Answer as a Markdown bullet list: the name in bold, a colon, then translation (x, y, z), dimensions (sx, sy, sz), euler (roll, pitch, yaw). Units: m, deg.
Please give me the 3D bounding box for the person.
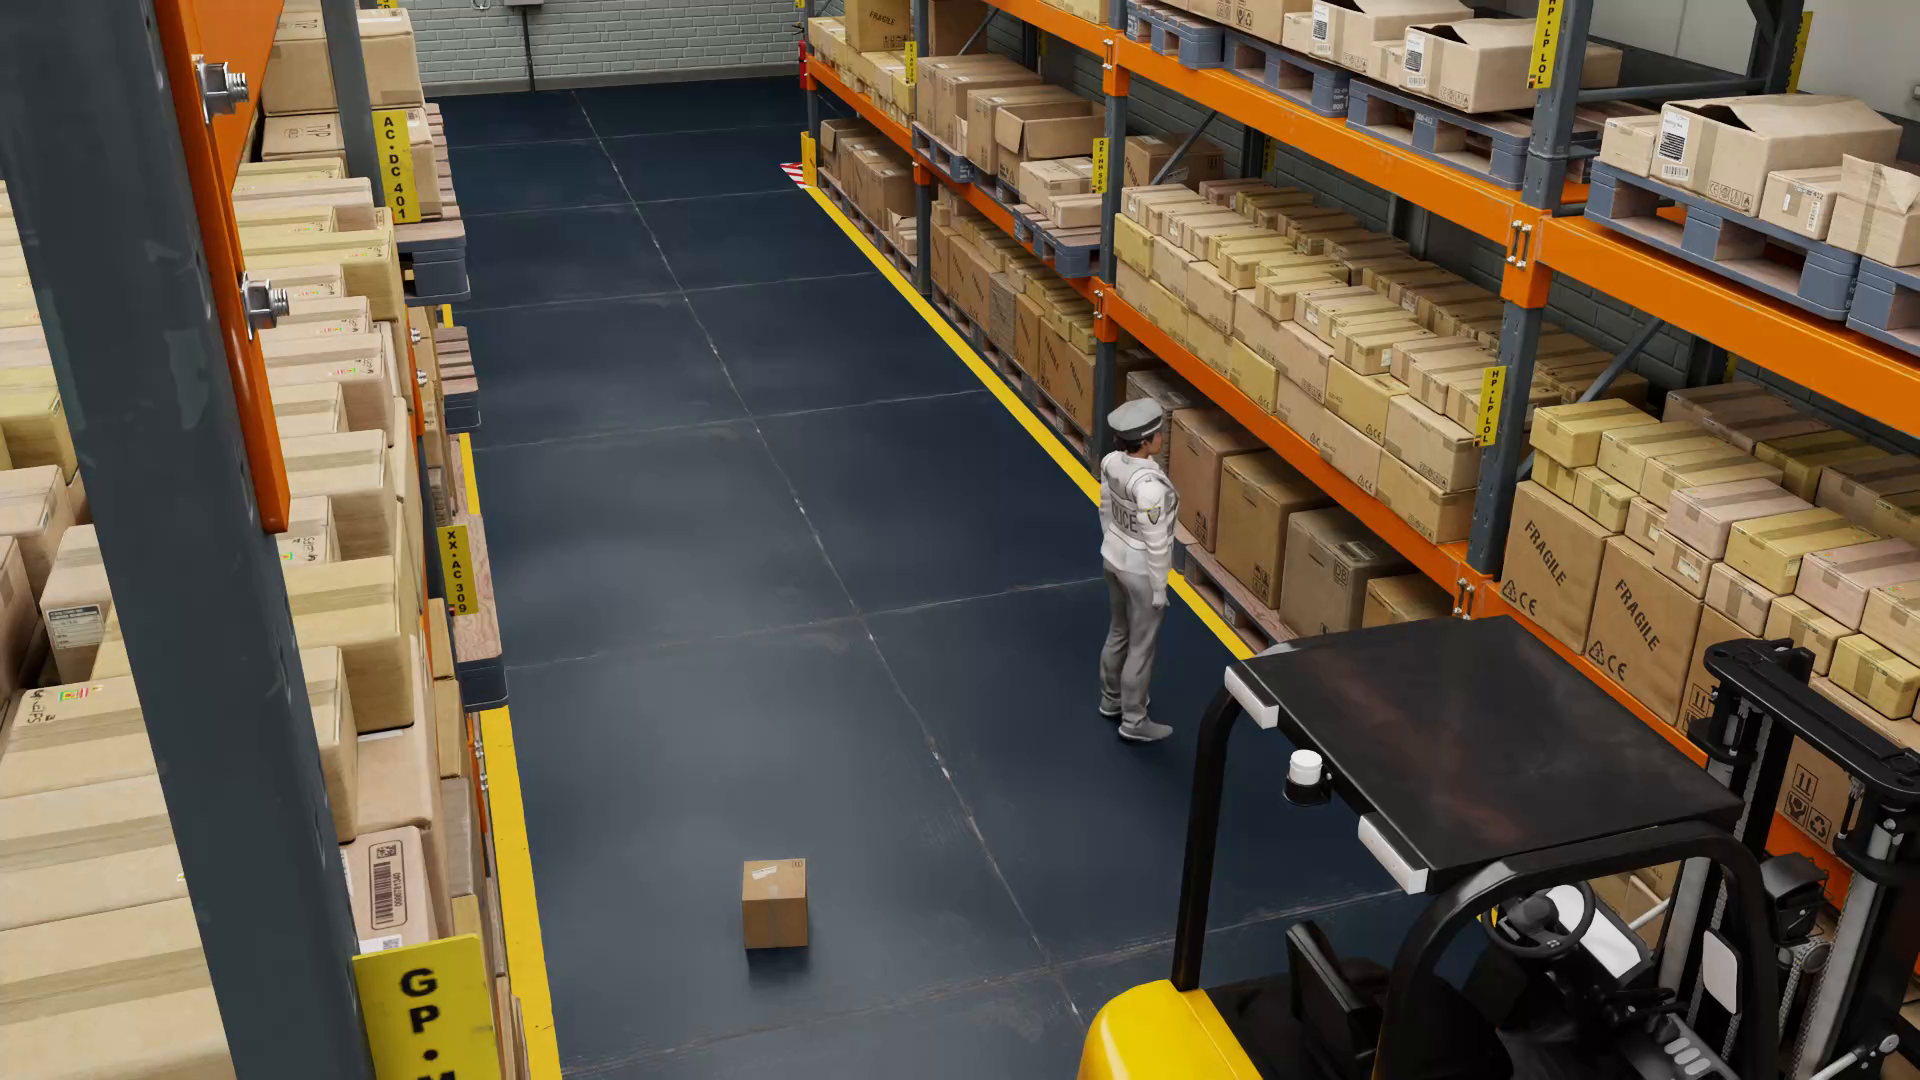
- **person**: translation (0.836, 0.144, 7.823), dimensions (0.346, 1.715, 0.470), euler (-12, 29, -22)
